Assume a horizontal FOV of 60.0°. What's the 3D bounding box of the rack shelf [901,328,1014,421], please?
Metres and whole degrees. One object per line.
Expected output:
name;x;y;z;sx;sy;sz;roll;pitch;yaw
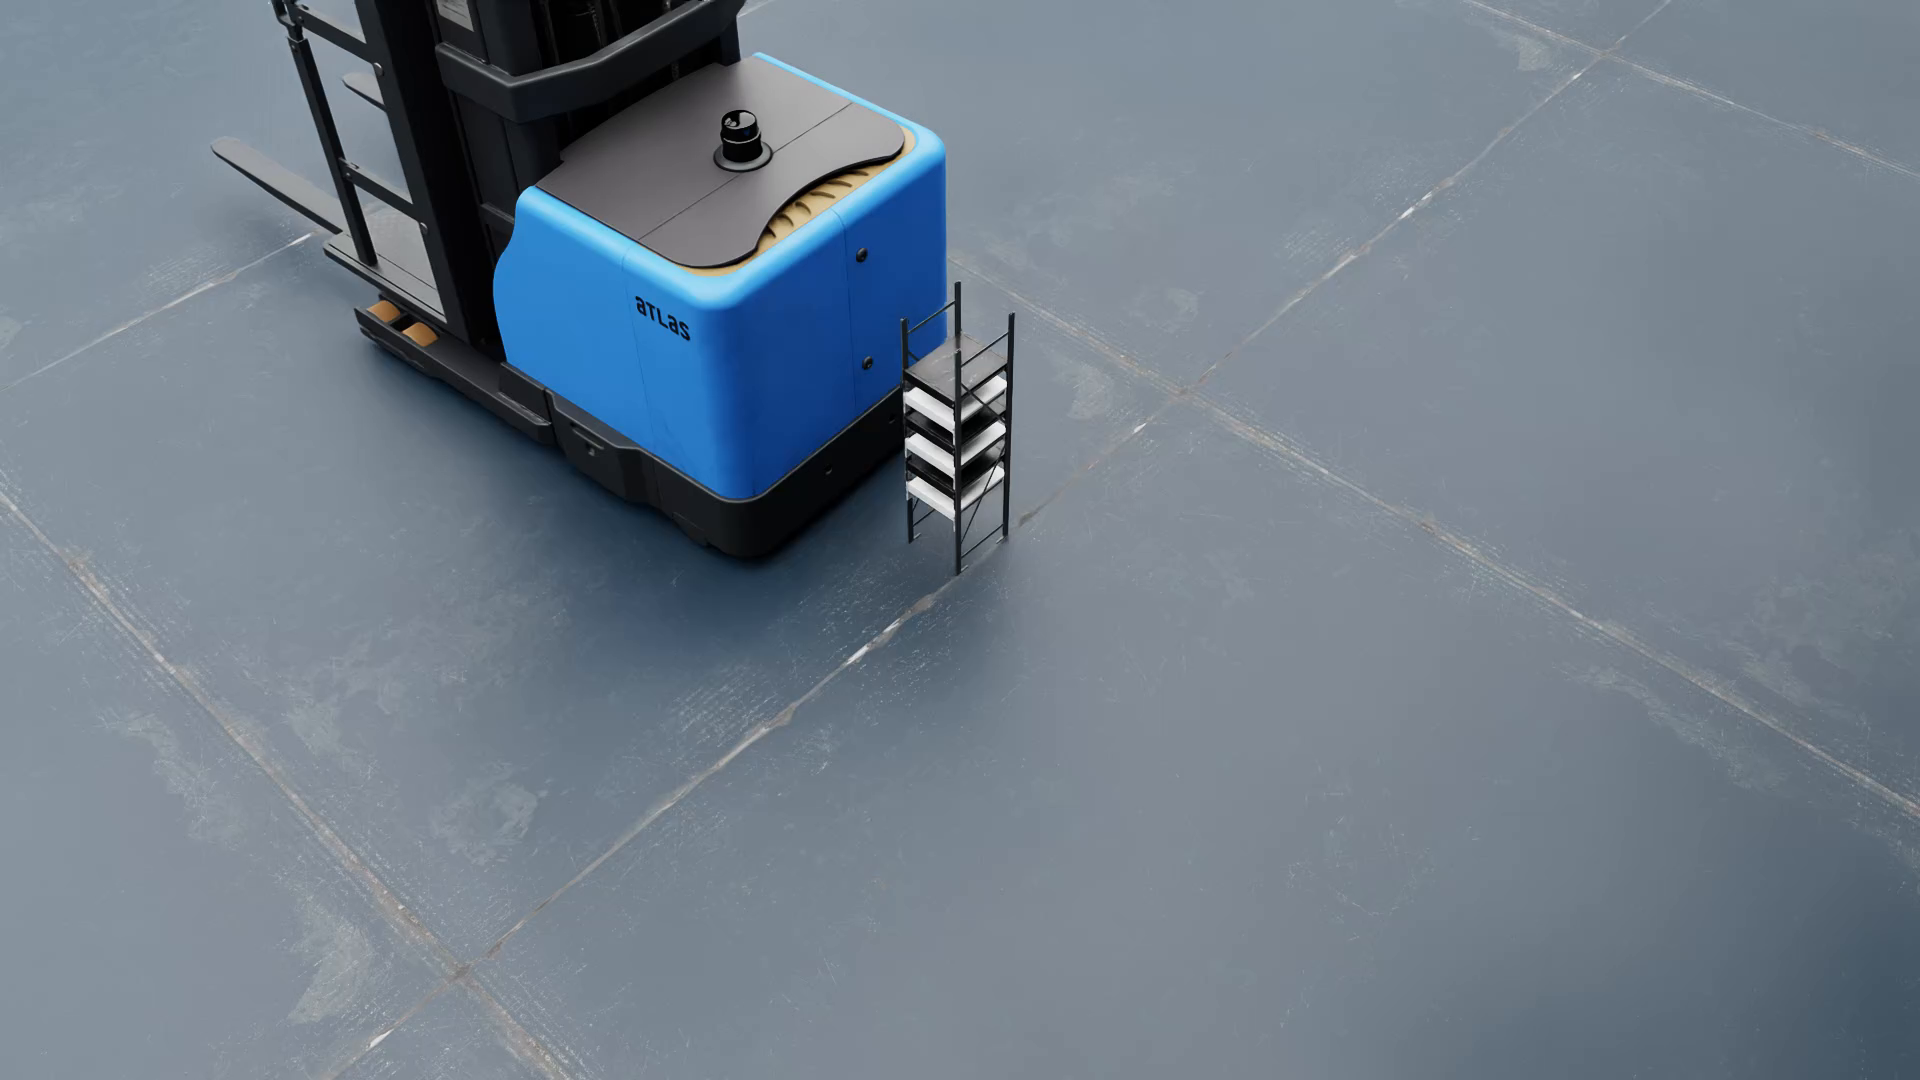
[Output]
rack shelf;-0.006;-0.474;4.753;0.200;0.077;0.258;34;55;28

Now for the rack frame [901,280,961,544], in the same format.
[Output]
rack frame;-0.081;-0.362;4.973;0.006;0.900;0.240;34;55;28

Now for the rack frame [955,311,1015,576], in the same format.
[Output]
rack frame;0.069;-0.262;4.879;0.006;0.900;0.240;34;55;28

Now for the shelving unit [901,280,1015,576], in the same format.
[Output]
shelving unit;-0.006;-0.312;4.926;0.210;0.900;0.258;34;55;28

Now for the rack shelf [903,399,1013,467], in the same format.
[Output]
rack shelf;-0.006;-0.351;4.884;0.200;0.077;0.258;34;55;28

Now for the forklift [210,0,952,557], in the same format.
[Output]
forklift;-1.489;-1.861;4.987;3.031;2.935;1.130;31;54;26

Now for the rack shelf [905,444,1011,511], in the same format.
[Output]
rack shelf;-0.006;-0.228;5.016;0.200;0.077;0.258;34;55;28

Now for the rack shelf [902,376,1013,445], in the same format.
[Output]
rack shelf;-0.006;-0.412;4.819;0.200;0.077;0.258;34;55;28

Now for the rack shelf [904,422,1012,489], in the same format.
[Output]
rack shelf;-0.006;-0.289;4.950;0.200;0.077;0.258;34;55;28

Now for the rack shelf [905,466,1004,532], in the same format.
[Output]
rack shelf;-0.006;-0.166;5.081;0.200;0.077;0.258;34;55;28
